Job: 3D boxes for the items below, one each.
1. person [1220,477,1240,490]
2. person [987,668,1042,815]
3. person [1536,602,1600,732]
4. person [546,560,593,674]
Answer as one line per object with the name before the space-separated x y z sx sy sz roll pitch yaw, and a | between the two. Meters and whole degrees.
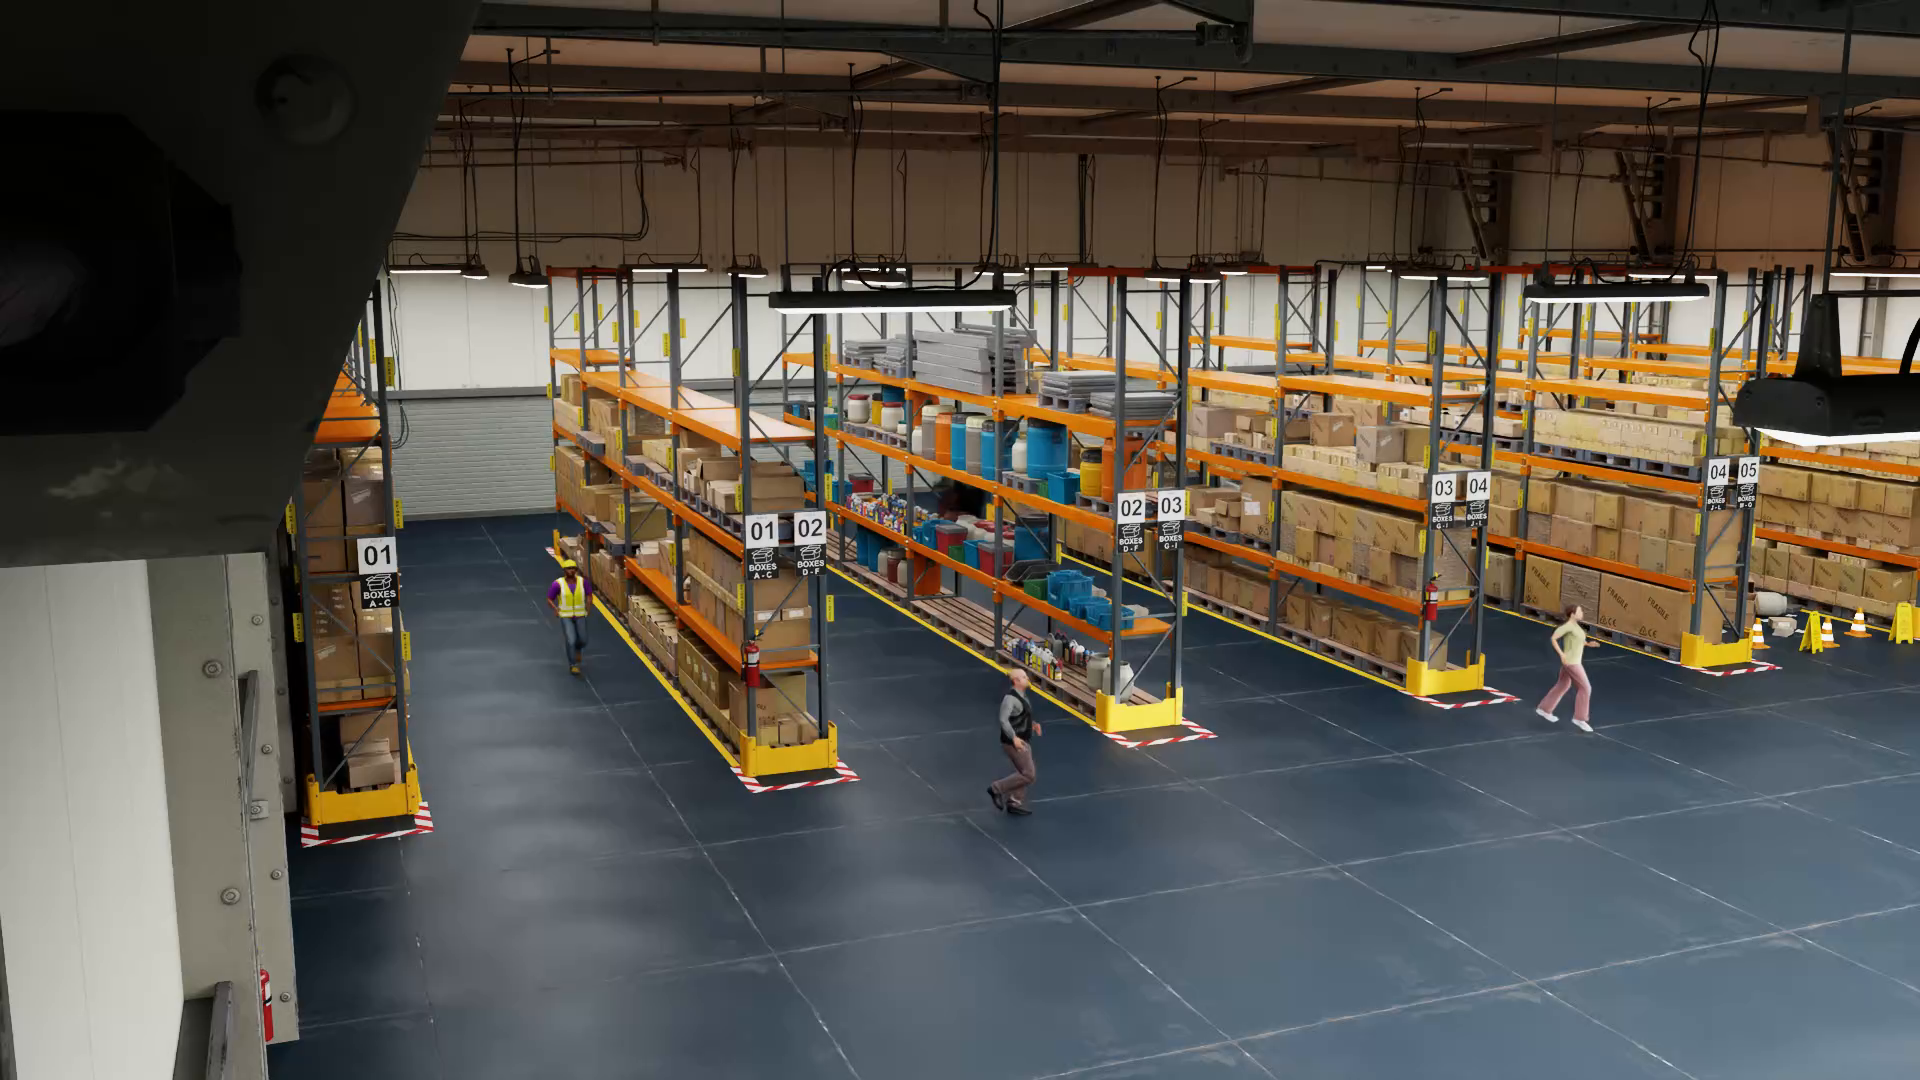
person | 6.800 -1.830 42.153 0.638 1.750 0.707 -3 10 -14
person | 0.621 2.273 18.796 0.577 1.692 0.677 2 10 11
person | 8.121 1.674 22.200 0.761 1.717 0.552 4 11 23
person | -5.879 1.140 25.155 0.700 1.719 0.625 -4 11 -24
